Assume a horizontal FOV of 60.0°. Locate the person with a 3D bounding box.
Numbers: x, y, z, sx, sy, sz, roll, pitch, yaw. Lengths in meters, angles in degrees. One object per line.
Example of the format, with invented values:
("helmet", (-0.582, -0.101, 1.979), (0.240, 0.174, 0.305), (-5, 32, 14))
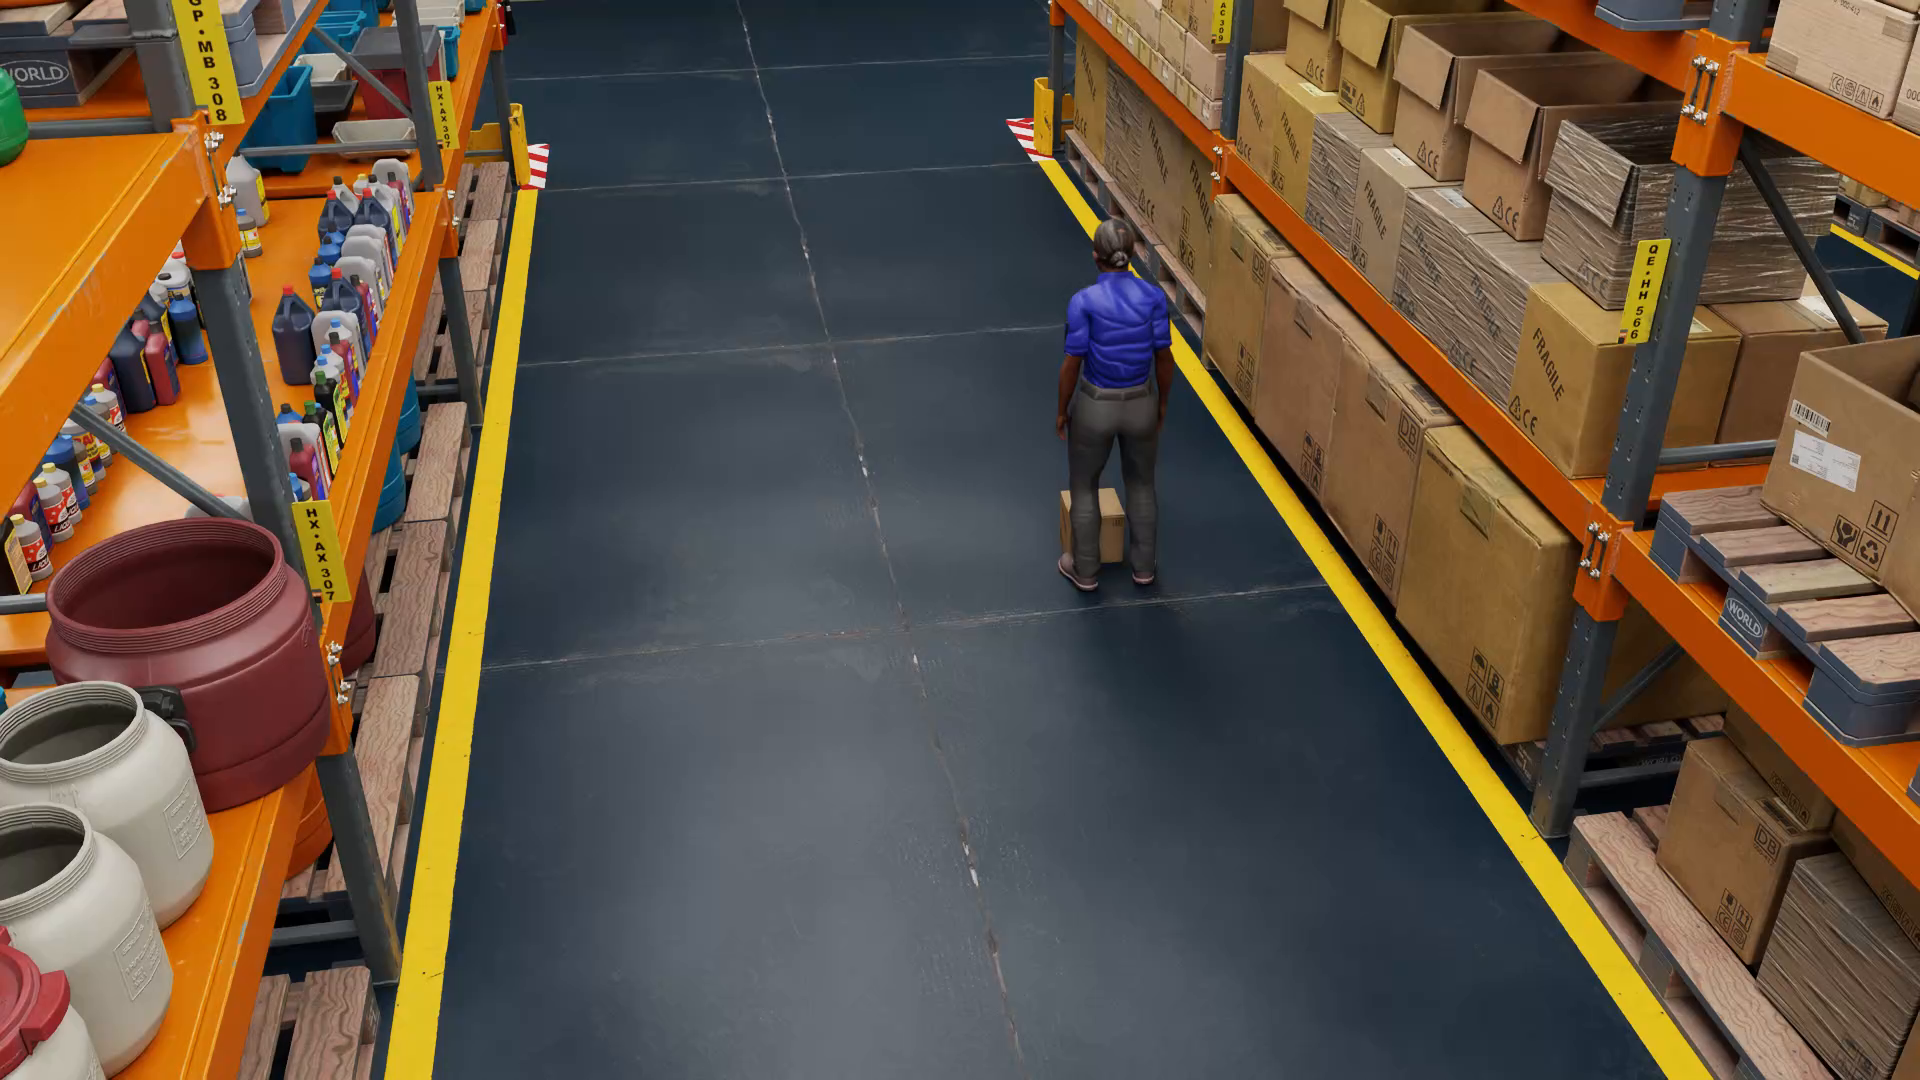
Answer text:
("person", (0.655, -0.548, 7.054), (0.508, 1.655, 0.349), (-5, 31, -9))
